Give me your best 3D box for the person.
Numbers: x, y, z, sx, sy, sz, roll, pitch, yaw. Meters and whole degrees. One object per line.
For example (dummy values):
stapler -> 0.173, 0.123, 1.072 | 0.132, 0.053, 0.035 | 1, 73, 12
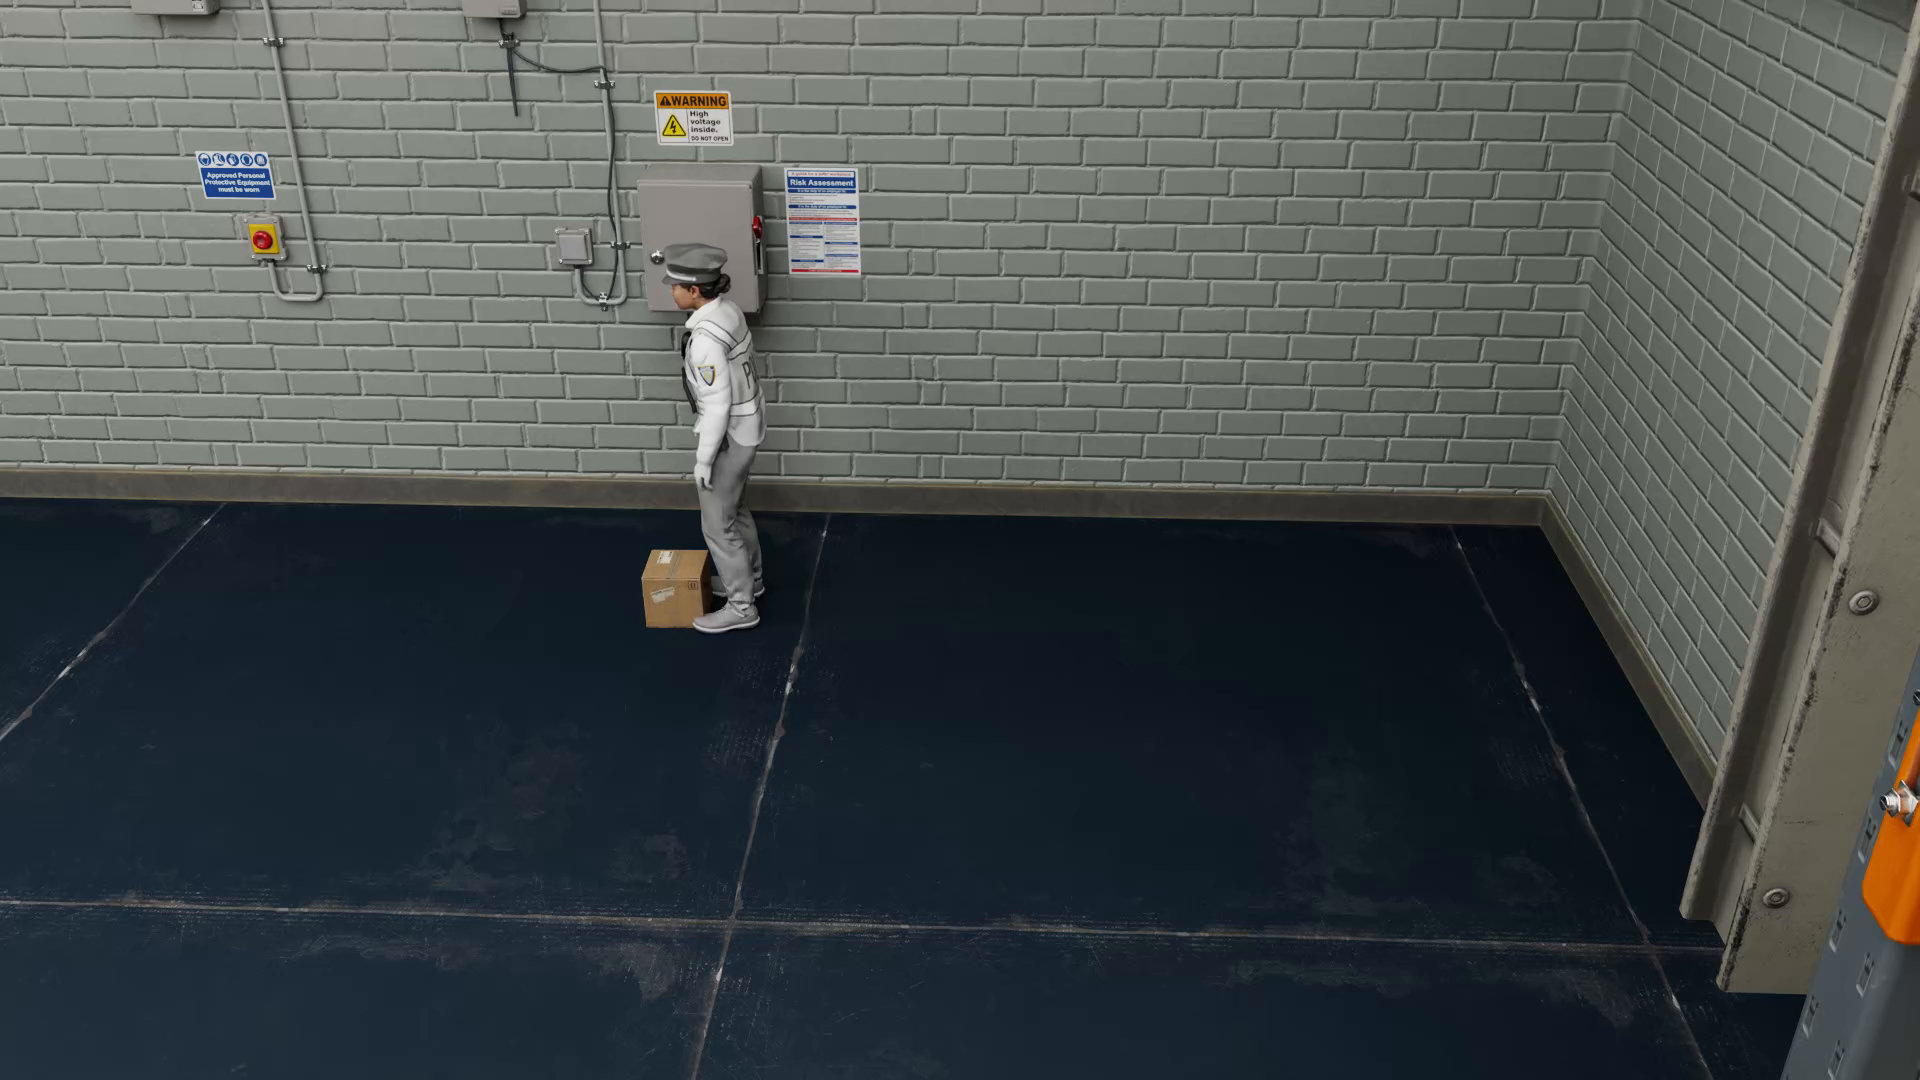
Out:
person -> -0.981, -0.325, 6.937 | 0.358, 1.464, 0.528 | 1, 28, 2
